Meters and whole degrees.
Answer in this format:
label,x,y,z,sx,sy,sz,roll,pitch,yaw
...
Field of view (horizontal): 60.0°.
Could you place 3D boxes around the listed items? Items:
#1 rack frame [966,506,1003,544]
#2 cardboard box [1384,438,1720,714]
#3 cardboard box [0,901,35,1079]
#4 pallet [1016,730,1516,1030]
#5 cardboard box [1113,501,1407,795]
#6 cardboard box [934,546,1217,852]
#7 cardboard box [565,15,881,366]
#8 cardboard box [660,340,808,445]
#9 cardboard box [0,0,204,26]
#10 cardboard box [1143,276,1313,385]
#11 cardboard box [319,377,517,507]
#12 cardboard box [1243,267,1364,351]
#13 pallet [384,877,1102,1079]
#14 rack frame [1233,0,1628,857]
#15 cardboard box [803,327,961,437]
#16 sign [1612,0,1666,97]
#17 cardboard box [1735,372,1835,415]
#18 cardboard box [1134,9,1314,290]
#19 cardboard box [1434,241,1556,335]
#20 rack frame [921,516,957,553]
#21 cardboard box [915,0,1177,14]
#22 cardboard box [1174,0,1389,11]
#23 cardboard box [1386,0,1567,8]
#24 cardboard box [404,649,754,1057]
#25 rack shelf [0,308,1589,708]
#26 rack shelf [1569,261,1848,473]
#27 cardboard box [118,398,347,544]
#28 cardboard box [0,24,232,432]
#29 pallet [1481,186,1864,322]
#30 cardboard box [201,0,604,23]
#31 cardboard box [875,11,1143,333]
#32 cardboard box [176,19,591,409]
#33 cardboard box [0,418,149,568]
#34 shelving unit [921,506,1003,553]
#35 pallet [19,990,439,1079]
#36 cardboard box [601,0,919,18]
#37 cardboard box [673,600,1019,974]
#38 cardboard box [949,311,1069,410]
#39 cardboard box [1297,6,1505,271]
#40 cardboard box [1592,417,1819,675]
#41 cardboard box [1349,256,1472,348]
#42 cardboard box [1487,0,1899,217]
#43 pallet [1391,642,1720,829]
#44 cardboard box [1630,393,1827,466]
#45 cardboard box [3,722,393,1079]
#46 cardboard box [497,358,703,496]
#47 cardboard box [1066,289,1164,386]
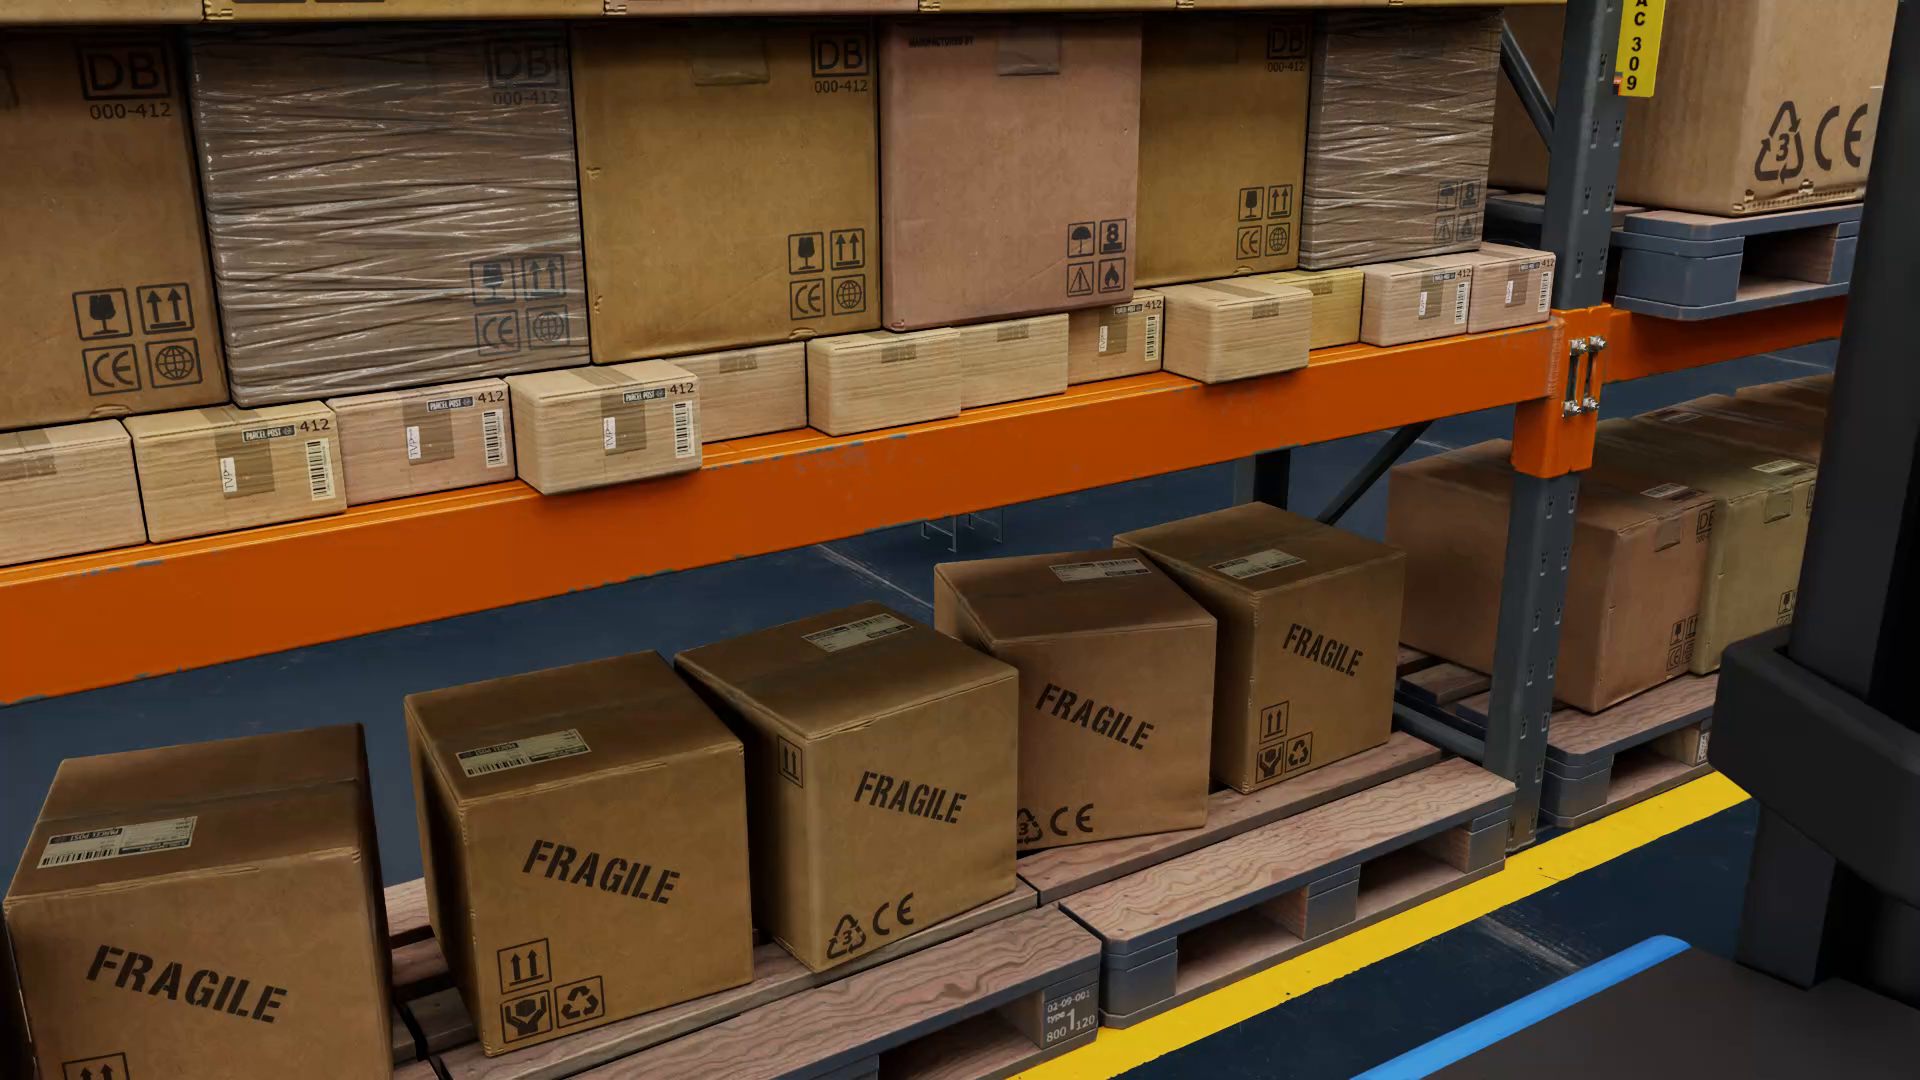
label,x,y,z,sx,sy,sz,roll,pitch,yaw
rack frame,0.092,-0.446,6.158,0.006,0.900,0.240,-12,22,-31
cardboard box,1.599,0.072,4.564,0.500,0.500,0.700,-14,23,-36
cardboard box,-1.735,0.783,2.492,0.500,0.500,0.500,-8,20,-21
pallet,0.533,0.648,4.000,1.213,0.211,1.003,-12,22,-31
cardboard box,0.719,0.244,4.087,0.500,0.500,0.500,-13,22,-33
cardboard box,0.244,0.347,3.783,0.500,0.500,0.500,-5,19,-14
cardboard box,-0.575,-0.656,2.881,0.500,0.500,0.875,-12,22,-31
cardboard box,-0.455,-0.282,2.787,0.250,0.149,0.380,-12,22,-31
cardboard box,-1.235,-0.869,1.949,0.500,0.500,0.500,-12,22,-31
cardboard box,0.454,-0.422,3.203,0.250,0.149,0.380,-12,22,-31
cardboard box,-0.857,-0.186,2.504,0.250,0.149,0.380,-12,22,-31
cardboard box,0.601,-0.496,3.421,0.250,0.149,0.380,-12,22,-31
pallet,-0.487,0.864,3.360,1.213,0.211,1.003,-12,22,-31
rack frame,1.075,-0.801,3.931,0.127,3.000,1.000,-12,22,-31
cardboard box,-0.204,-0.305,2.857,0.250,0.149,0.380,-12,22,-31
sign,1.380,-1.067,3.367,0.005,0.325,0.100,-12,22,-31
cardboard box,2.941,-0.204,5.380,0.500,0.500,0.700,-10,21,-27
cardboard box,0.228,-0.848,3.449,0.500,0.500,0.875,-12,22,-31
cardboard box,1.057,-0.566,3.627,0.250,0.149,0.380,-12,22,-31
rack frame,-0.078,-0.410,6.052,0.006,0.900,0.240,-12,22,-31
cardboard box,0.015,-1.134,2.734,0.500,0.500,0.500,-12,22,-31
cardboard box,0.433,-1.222,2.993,0.500,0.500,0.500,-12,22,-31
cardboard box,0.850,-1.310,3.255,0.500,0.500,0.500,-12,22,-31
cardboard box,-0.722,0.563,3.142,0.500,0.500,0.500,-10,21,-26
rack shelf,-0.596,-0.108,3.004,4.000,0.370,1.077,-12,22,-31
rack shelf,2.745,-0.813,5.088,4.000,0.370,1.077,-12,22,-31
cardboard box,-1.050,-0.135,2.352,0.250,0.149,0.380,-12,22,-31
cardboard box,-1.440,-0.495,2.404,0.500,0.500,0.875,-12,22,-31
pallet,1.793,-0.806,4.245,1.213,0.211,1.003,-12,22,-31
cardboard box,-0.818,-0.957,2.211,0.500,0.500,0.500,-12,22,-31
cardboard box,-0.134,-0.733,3.109,0.500,0.500,0.875,-12,22,-31
cardboard box,-0.999,-0.571,2.630,0.500,0.500,0.875,-12,22,-31
cardboard box,-1.263,-0.093,2.227,0.250,0.149,0.380,-12,22,-31
shelving unit,0.007,-0.428,6.105,0.210,0.900,0.258,-12,22,-31
pallet,-1.505,1.077,2.728,1.213,0.211,1.003,-12,22,-31
cardboard box,-0.404,-1.047,2.476,0.500,0.500,0.500,-12,22,-31
cardboard box,-0.231,0.477,3.397,0.500,0.500,0.500,-14,23,-36
cardboard box,-0.014,-0.359,3.015,0.250,0.149,0.380,-12,22,-31
cardboard box,0.665,-0.927,3.682,0.500,0.500,0.875,-12,22,-31
cardboard box,2.008,-0.007,4.797,0.500,0.500,0.700,-12,22,-32
cardboard box,0.843,-0.524,3.504,0.250,0.149,0.380,-12,22,-31
cardboard box,1.815,-1.387,4.071,1.000,1.000,1.000,-12,22,-31
pallet,1.724,0.382,4.784,1.213,0.211,1.003,-12,22,-31
cardboard box,2.475,-0.105,5.089,0.500,0.500,0.700,-14,23,-36
cardboard box,-1.255,0.669,2.831,0.500,0.500,0.500,-6,20,-17
cardboard box,-0.591,-0.202,2.552,0.250,0.149,0.380,-12,22,-31
cardboard box,0.172,-0.414,3.177,0.250,0.149,0.380,-12,22,-31
